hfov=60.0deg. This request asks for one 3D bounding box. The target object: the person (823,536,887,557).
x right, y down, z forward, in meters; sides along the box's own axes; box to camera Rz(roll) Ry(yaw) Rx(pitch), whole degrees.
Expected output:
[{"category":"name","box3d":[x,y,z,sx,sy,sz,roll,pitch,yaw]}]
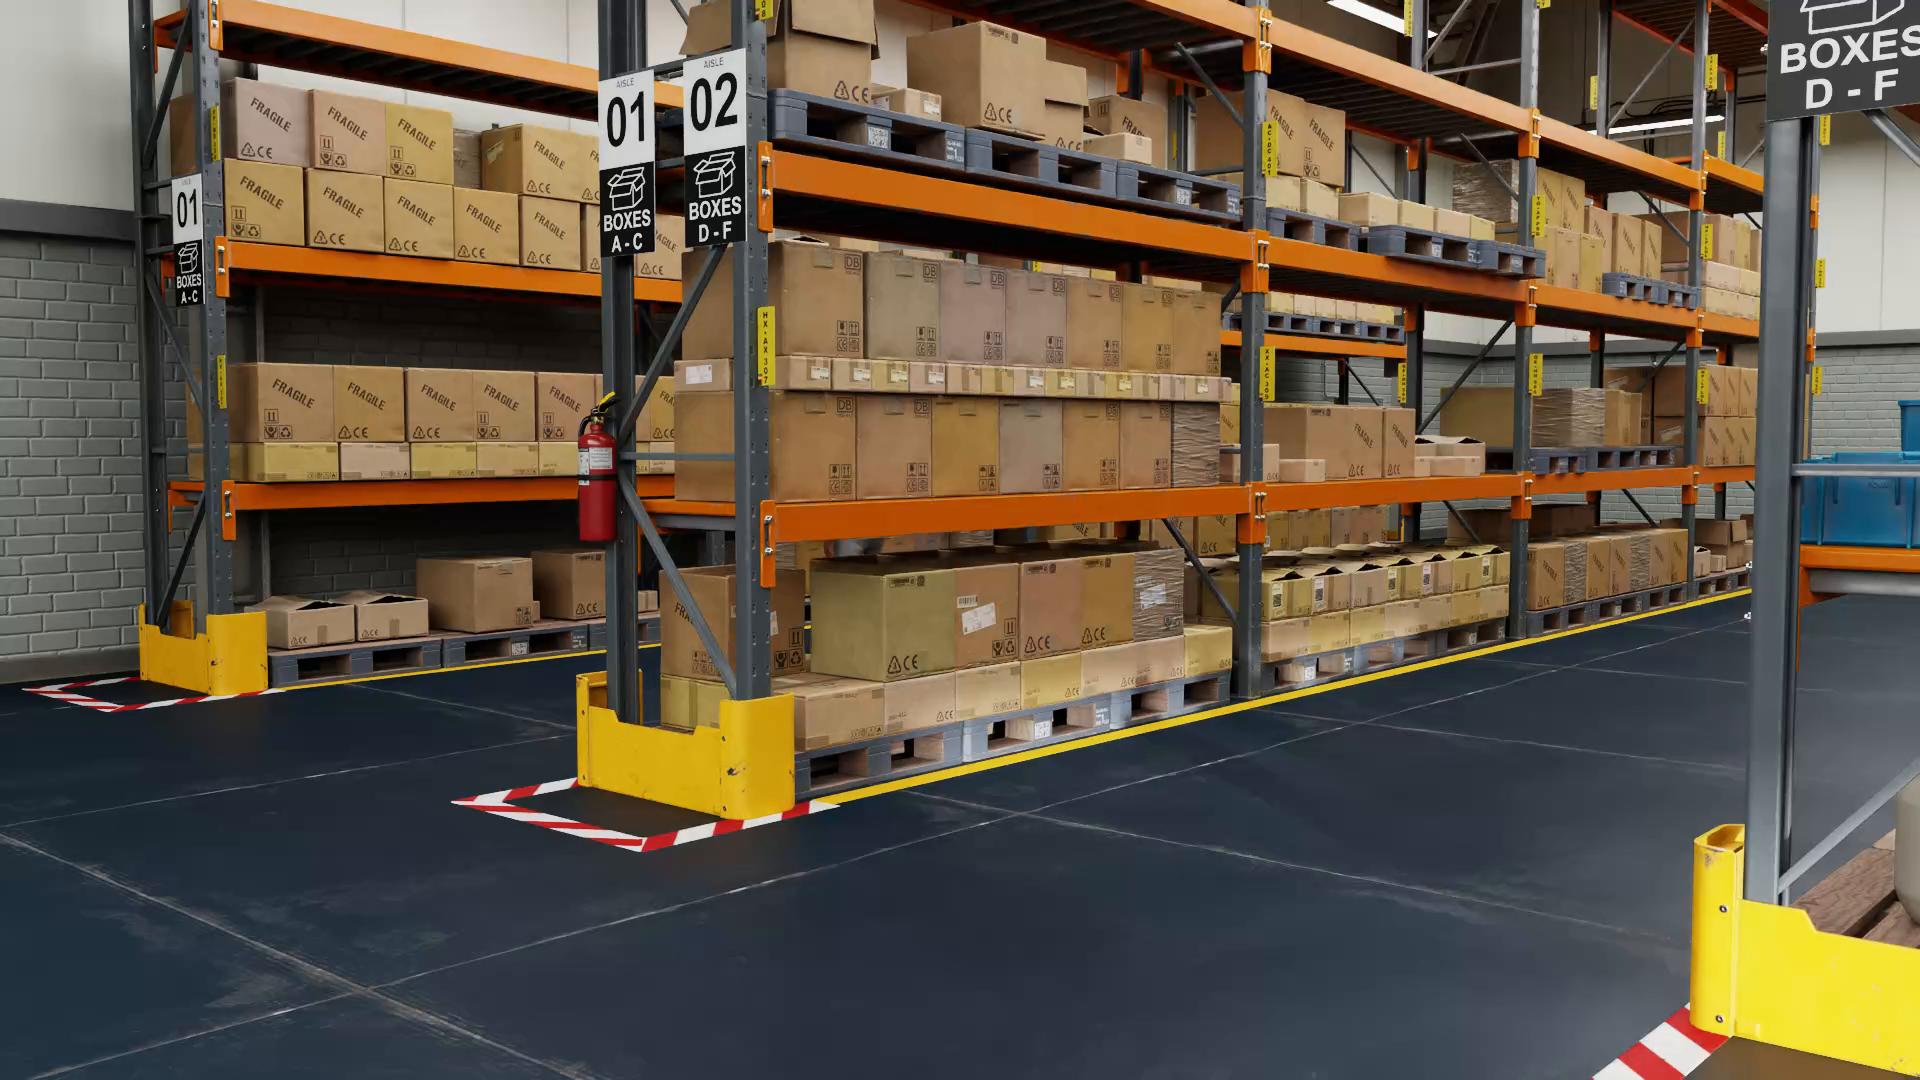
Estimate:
[{"category":"person","box3d":[-0.771,-0.049,12.382,0.460,1.761,0.637,3,5,39]}]
